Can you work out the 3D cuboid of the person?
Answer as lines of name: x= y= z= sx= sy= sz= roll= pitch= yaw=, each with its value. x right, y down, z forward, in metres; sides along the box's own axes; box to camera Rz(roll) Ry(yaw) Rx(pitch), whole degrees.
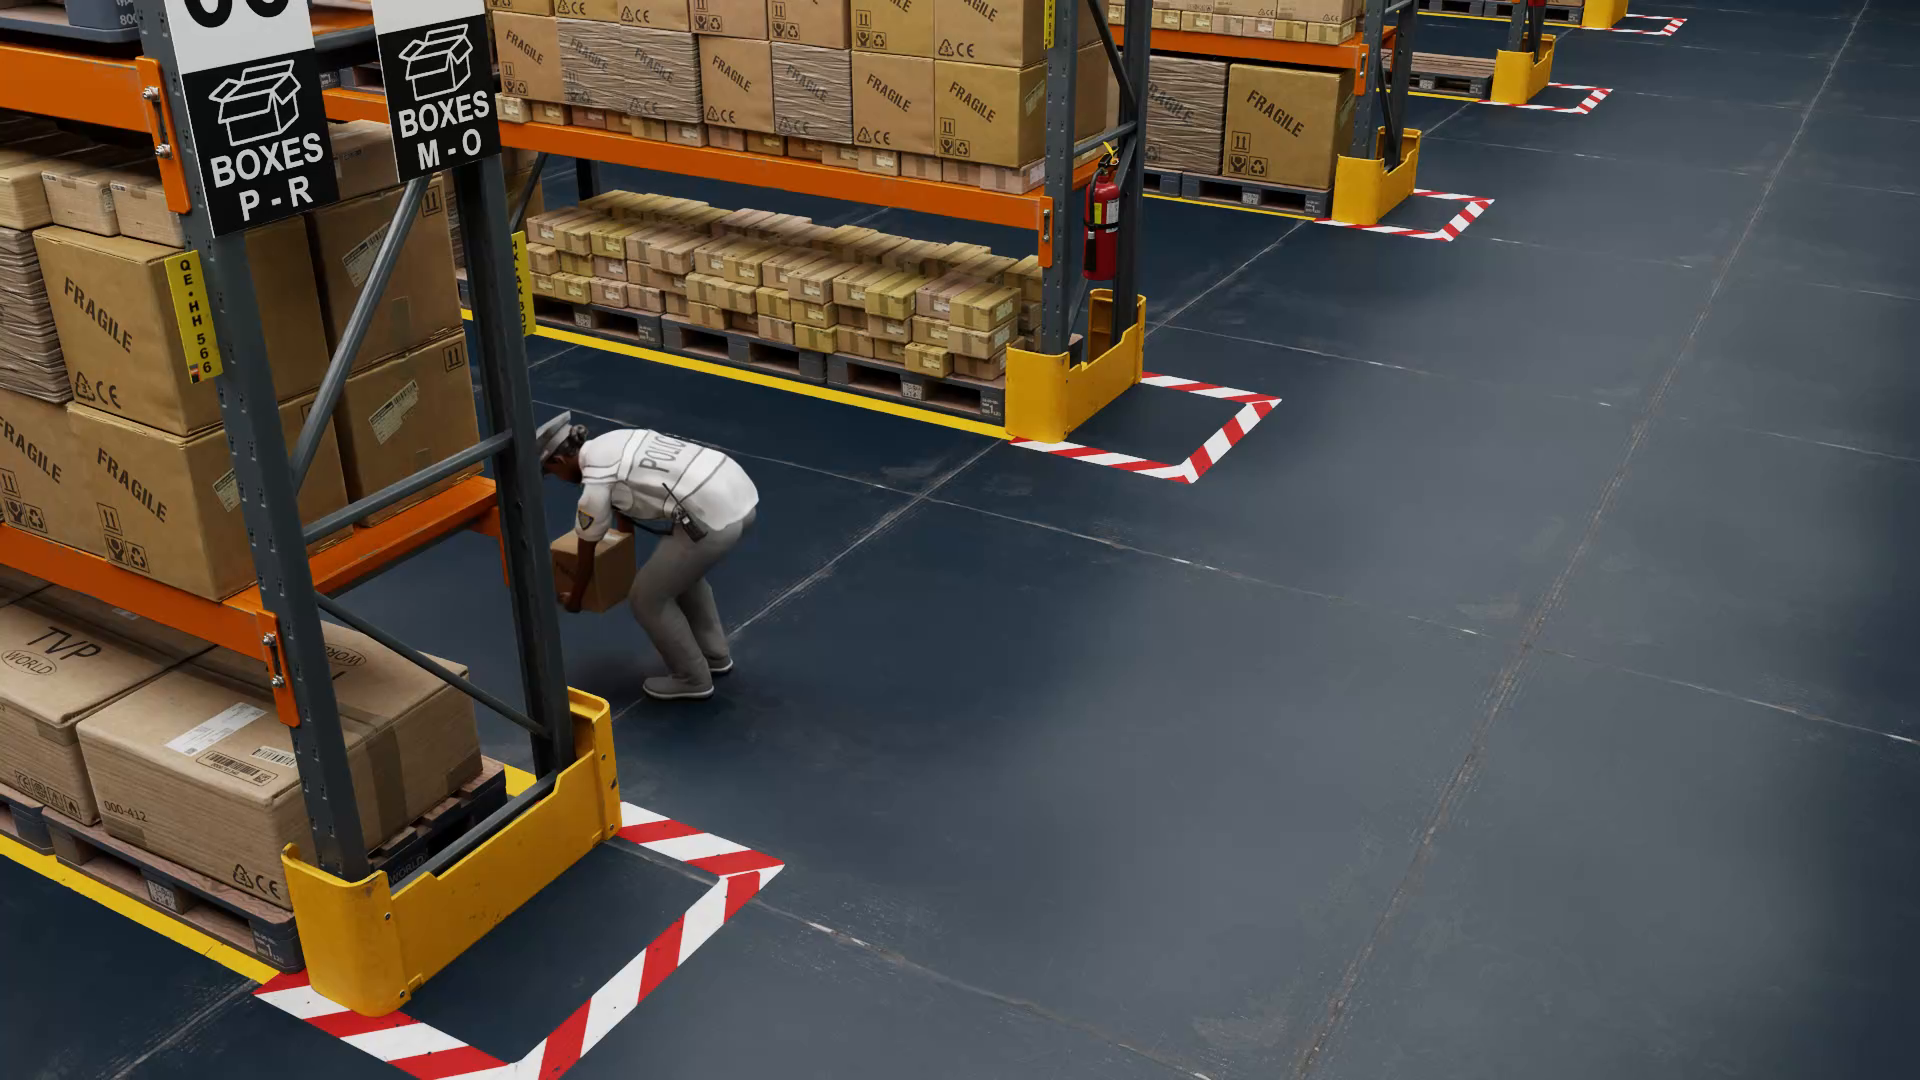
person: x=-1.248 y=0.054 z=6.589 sx=0.926 sy=1.145 sz=0.430 roll=5 pitch=27 yaw=11
